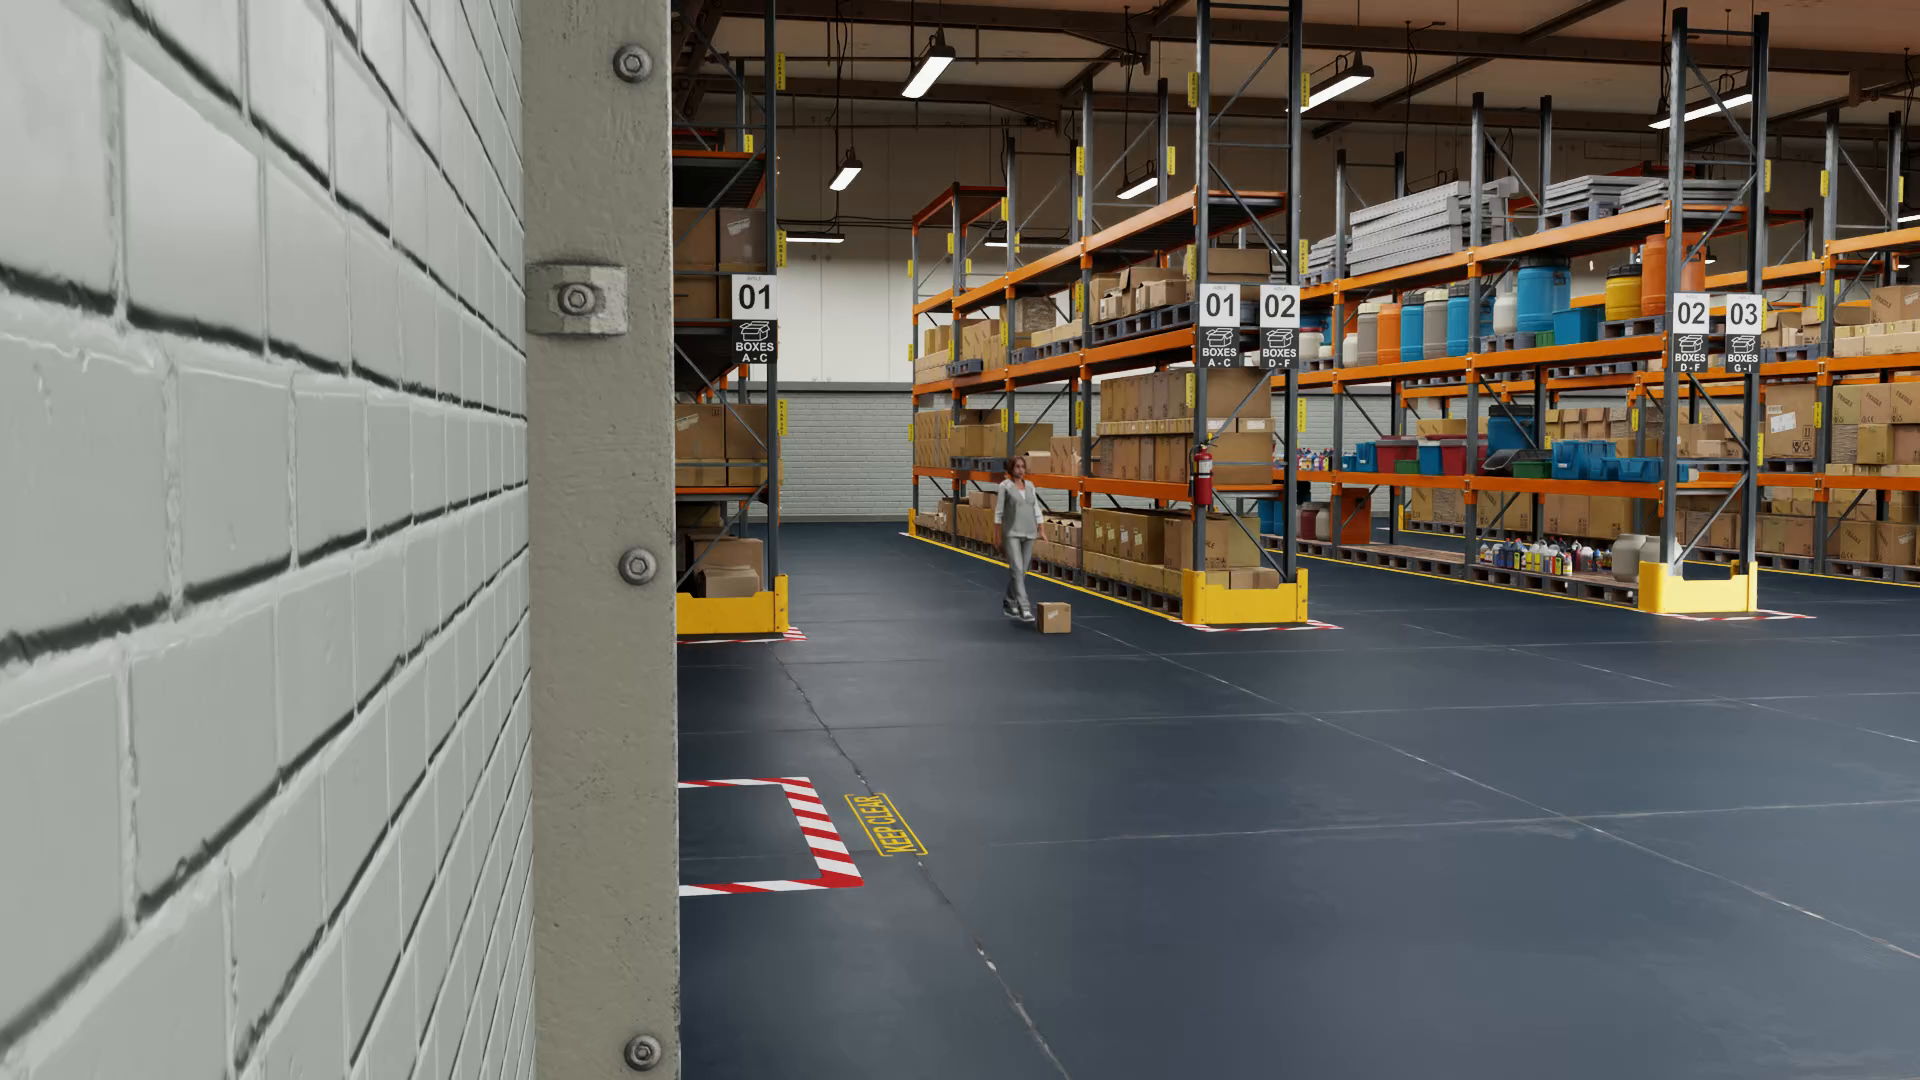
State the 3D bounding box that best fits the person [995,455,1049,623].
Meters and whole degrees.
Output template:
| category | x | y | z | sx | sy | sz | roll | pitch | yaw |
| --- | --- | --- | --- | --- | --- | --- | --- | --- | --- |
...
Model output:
| category | x | y | z | sx | sy | sz | roll | pitch | yaw |
| --- | --- | --- | --- | --- | --- | --- | --- | --- | --- |
| person | 0.607 | -0.018 | 15.649 | 0.428 | 1.560 | 0.839 | -2 | 4 | -29 |
